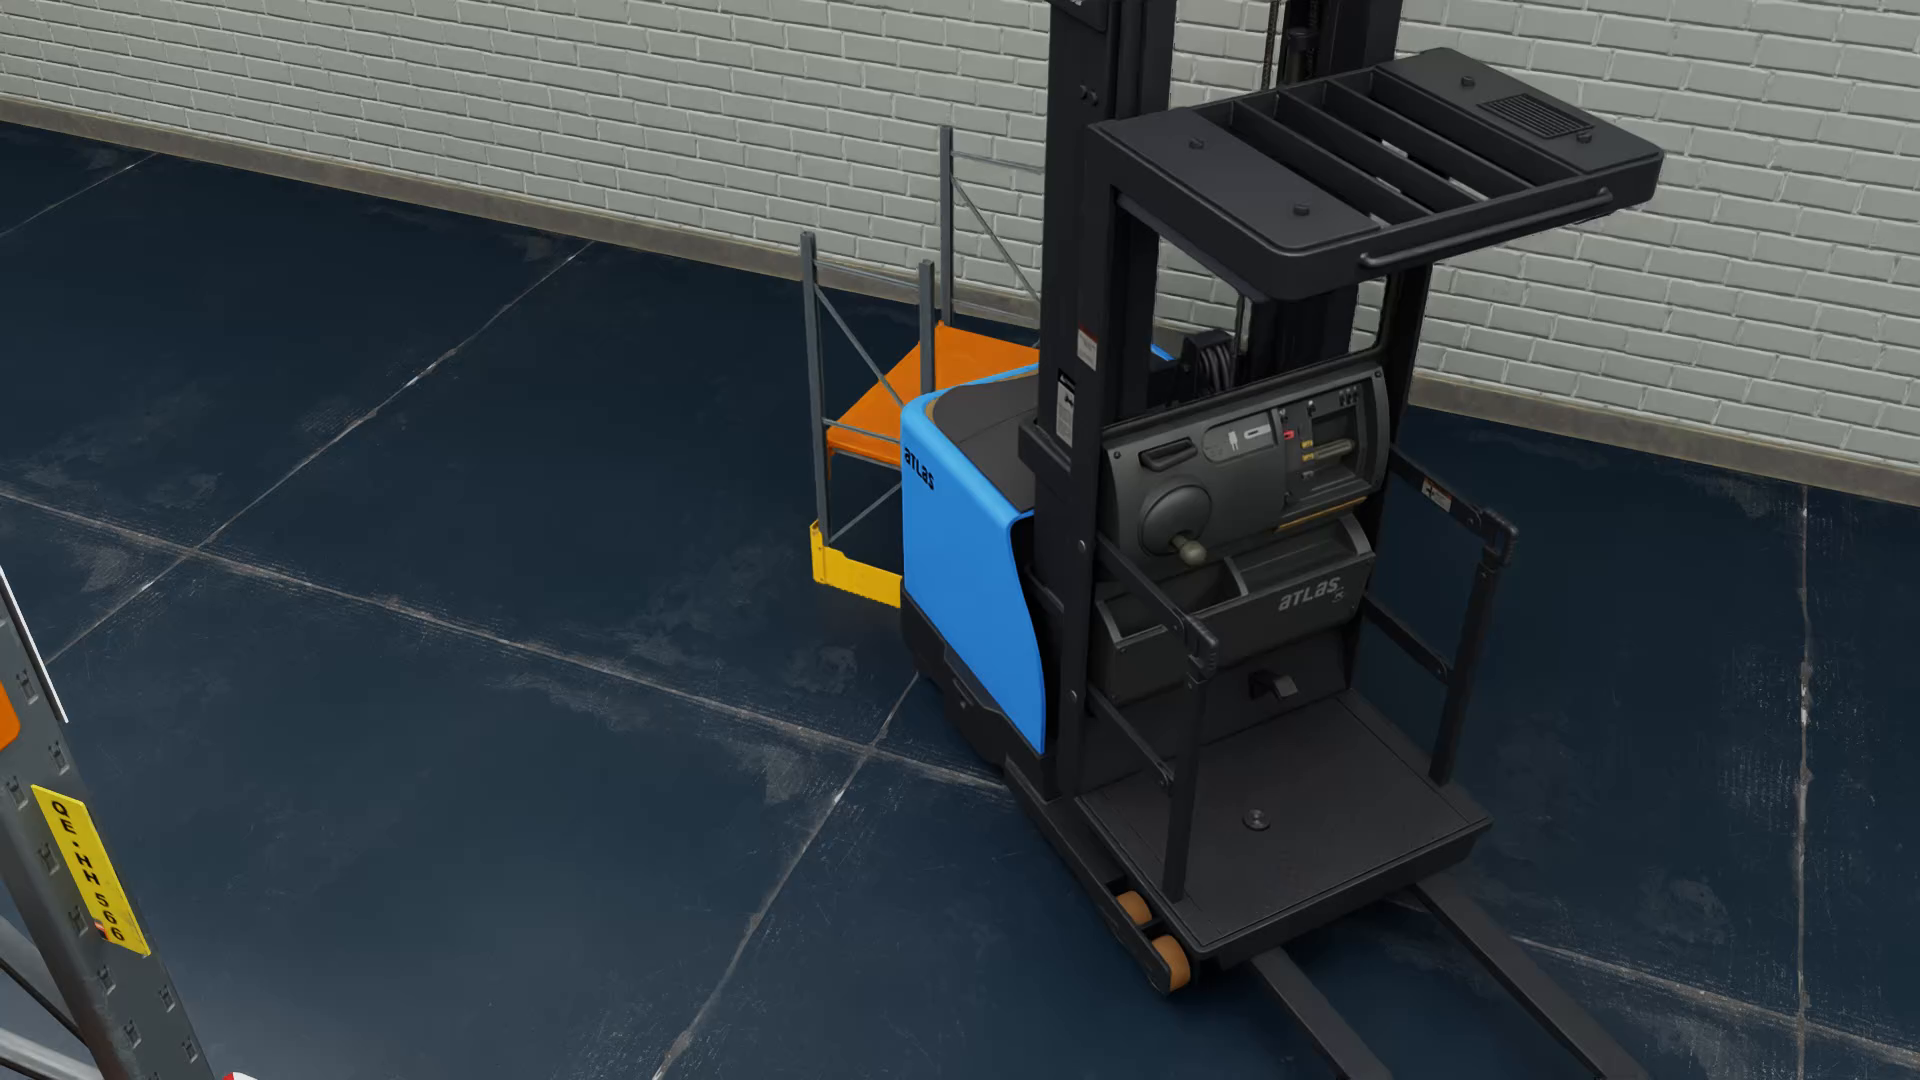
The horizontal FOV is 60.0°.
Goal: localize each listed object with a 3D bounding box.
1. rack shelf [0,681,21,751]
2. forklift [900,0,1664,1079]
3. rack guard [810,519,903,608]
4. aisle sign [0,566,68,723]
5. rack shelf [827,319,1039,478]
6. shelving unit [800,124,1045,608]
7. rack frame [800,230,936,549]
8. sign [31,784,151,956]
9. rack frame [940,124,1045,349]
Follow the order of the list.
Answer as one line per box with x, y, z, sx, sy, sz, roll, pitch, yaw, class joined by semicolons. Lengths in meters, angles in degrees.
-2.527;1.108;0.858;1.077;0.370;4.000;14;39;18;rack shelf
0.920;-0.142;4.492;1.130;2.935;3.031;-18;40;-22;forklift
-0.304;0.113;6.390;0.587;0.250;0.087;17;40;21;rack guard
-1.461;-0.099;2.206;0.394;0.787;0.004;14;39;18;aisle sign
-0.081;-0.503;6.471;0.538;0.185;1.000;17;40;21;rack shelf
-0.077;-0.652;6.370;0.587;1.500;1.083;17;40;21;shelving unit
-0.313;-0.377;6.002;0.500;1.500;0.032;17;40;21;rack frame
-1.269;0.486;2.429;0.100;0.325;0.005;14;39;18;sign
0.152;-0.918;6.726;0.500;1.500;0.032;17;40;21;rack frame
